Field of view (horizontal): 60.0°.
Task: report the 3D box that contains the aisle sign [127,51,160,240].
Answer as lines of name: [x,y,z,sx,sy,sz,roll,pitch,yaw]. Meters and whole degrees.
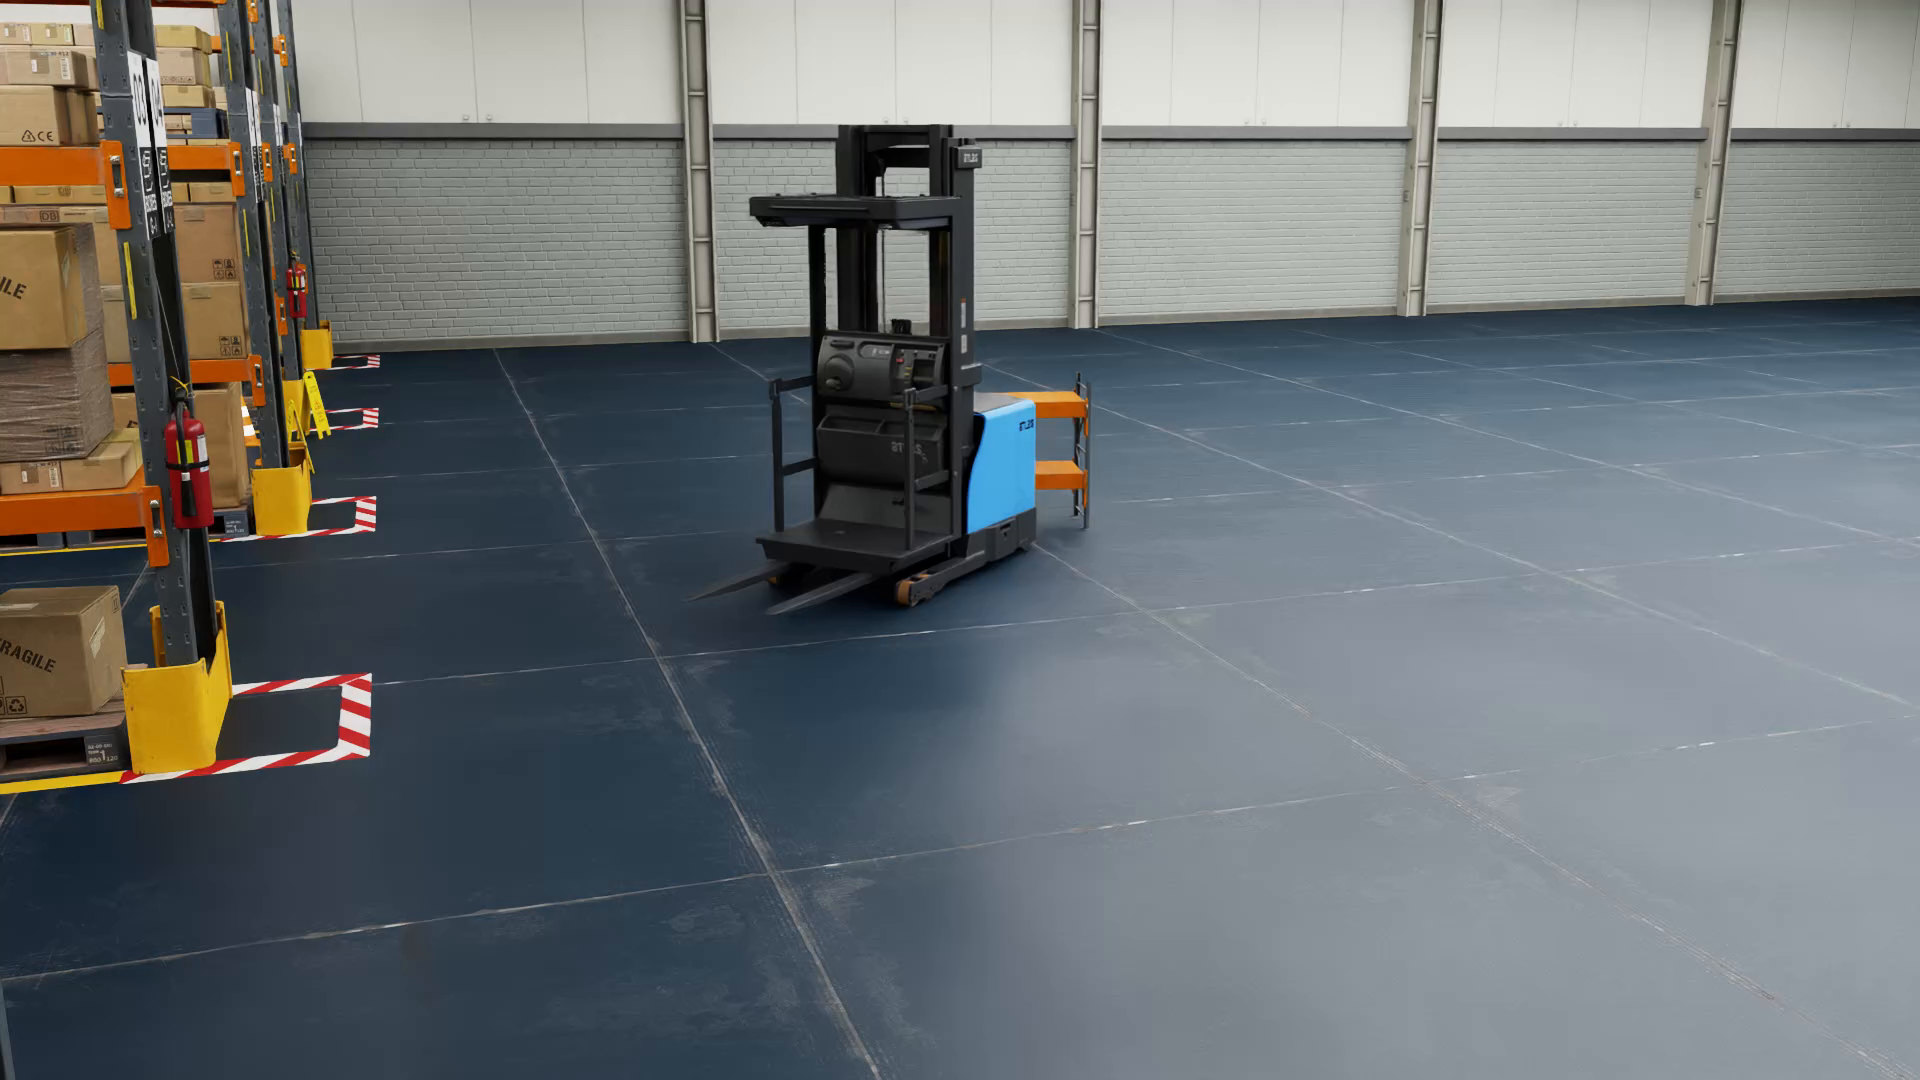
aisle sign: [-3.586,-1.729,7.311,0.004,0.787,0.394,-4,14,-18]

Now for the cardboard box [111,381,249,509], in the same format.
cardboard box: [-5.848,-0.727,12.400,0.875,0.875,0.875,-4,14,-18]

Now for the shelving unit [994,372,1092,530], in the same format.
shelving unit: [0.418,-0.665,12.508,1.048,1.125,0.538,-1,13,-6]

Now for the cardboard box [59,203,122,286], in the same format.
cardboard box: [-6.082,-2.139,11.997,0.550,0.550,0.875,-4,14,-18]

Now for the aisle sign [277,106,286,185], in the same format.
aisle sign: [-6.941,-4.036,17.011,0.004,0.787,0.394,-4,14,-18]

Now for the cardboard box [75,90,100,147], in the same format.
cardboard box: [-4.279,-1.933,7.628,0.500,0.250,0.500,-4,14,-16]

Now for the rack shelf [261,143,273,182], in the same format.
rack shelf: [-8.796,-3.661,16.122,4.000,0.370,1.077,-4,14,-18]

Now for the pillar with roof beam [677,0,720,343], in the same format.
pillar with roof beam: [-2.375,-6.351,19.395,0.400,9.000,9.100,-4,14,-18]

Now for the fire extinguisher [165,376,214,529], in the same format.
fire extinguisher: [-3.485,-0.395,7.489,0.183,0.674,0.296,-4,14,-18]

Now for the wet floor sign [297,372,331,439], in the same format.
wet floor sign: [-6.379,-1.333,16.352,0.232,0.644,0.267,0,13,1]

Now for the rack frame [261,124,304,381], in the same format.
rack frame: [-6.901,-2.699,17.007,0.127,3.000,1.000,-4,14,-18]

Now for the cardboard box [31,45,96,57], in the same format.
cardboard box: [-6.075,-3.270,11.486,0.500,0.250,0.500,-4,14,-18]

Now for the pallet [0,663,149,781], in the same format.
pallet: [-4.593,0.889,7.949,1.213,0.211,1.003,-4,14,-18]

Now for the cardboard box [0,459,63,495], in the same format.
cardboard box: [-4.181,-0.319,7.543,0.250,0.149,0.380,-4,14,-18]

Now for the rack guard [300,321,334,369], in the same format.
rack guard: [-8.465,-2.573,21.879,0.348,0.500,1.175,-4,14,-18]

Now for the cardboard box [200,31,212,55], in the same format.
cardboard box: [-5.644,-3.644,12.193,0.250,0.149,0.380,-4,14,-17]

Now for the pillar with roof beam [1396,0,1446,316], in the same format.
pillar with roof beam: [8.998,-7.236,23.119,0.400,9.000,9.100,-4,14,-18]

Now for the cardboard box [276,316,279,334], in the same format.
cardboard box: [-8.849,-2.793,21.355,0.500,0.250,0.500,-5,14,-19]

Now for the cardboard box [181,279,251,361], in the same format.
cardboard box: [-5.563,-1.656,12.300,0.550,0.550,0.875,-4,14,-18]

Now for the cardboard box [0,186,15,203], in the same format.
cardboard box: [-9.230,-3.132,15.810,0.500,0.500,0.700,-5,14,-19]

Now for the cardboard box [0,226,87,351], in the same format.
cardboard box: [-4.183,-1.110,7.309,0.500,0.500,0.500,-4,14,-18]

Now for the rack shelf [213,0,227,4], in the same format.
rack shelf: [-7.122,-3.847,11.289,4.000,0.370,1.077,-4,14,-18]

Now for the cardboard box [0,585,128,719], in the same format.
cardboard box: [-4.337,0.529,7.932,0.500,0.500,0.500,-2,14,-8]

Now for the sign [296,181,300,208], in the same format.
sign: [-8.327,-4.346,20.916,0.005,0.325,0.100,-4,14,-18]

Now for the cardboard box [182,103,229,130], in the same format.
cardboard box: [-7.300,-4.133,16.235,0.500,0.250,0.500,-5,14,-19]

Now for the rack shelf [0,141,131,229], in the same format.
rack shelf: [-5.636,-1.487,6.985,4.000,0.370,1.077,-4,14,-18]

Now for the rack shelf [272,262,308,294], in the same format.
rack shelf: [-10.383,-3.290,21.045,4.000,0.370,1.077,-4,14,-18]

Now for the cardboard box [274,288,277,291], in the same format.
cardboard box: [-9.003,-3.146,21.762,0.500,0.250,0.500,-5,14,-19]

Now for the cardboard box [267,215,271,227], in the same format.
cardboard box: [-8.727,-4.064,21.130,0.250,0.149,0.380,-4,14,-17]

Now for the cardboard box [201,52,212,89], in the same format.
cardboard box: [-5.765,-3.425,12.137,0.500,0.250,0.500,-4,14,-18]

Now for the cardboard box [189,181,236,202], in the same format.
cardboard box: [-7.315,-3.293,16.485,0.500,0.500,0.700,-5,14,-19]

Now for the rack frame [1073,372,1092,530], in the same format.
rack frame: [0.923,-0.678,12.561,0.032,1.125,0.500,-1,13,-6]

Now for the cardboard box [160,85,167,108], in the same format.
cardboard box: [-5.672,-3.093,11.603,0.250,0.149,0.380,-4,14,-18]

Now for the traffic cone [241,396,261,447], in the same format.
traffic cone: [-6.897,-1.150,15.978,0.334,0.463,0.336,-4,14,-18]

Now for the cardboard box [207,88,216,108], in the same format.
cardboard box: [-5.653,-3.256,12.285,0.250,0.149,0.380,-4,14,-18]

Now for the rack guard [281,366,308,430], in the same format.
rack guard: [-6.973,-1.477,17.272,0.348,0.500,1.175,-4,14,-18]

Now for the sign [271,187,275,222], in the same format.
sign: [-6.743,-3.293,16.318,0.005,0.325,0.100,-4,14,-18]

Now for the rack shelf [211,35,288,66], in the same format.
rack shelf: [-10.383,-6.014,20.397,4.000,0.370,1.077,-4,14,-18]

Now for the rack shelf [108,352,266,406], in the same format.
rack shelf: [-7.122,-1.123,11.937,4.000,0.370,1.077,-4,14,-18]

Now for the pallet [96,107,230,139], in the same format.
pallet: [-5.926,-2.980,11.897,1.213,0.211,1.003,-4,14,-18]

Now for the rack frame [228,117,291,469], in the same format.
rack frame: [-5.226,-1.621,12.474,0.127,3.000,1.000,-4,14,-18]

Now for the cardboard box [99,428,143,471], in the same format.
cardboard box: [-4.086,-0.434,8.030,0.250,0.149,0.380,-4,14,-18]

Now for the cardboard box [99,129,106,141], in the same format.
cardboard box: [-8.120,-3.878,16.023,0.250,0.149,0.380,-5,14,-19]

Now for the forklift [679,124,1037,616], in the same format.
forklift: [-0.614,-1.129,10.554,1.130,2.935,3.031,7,15,28]

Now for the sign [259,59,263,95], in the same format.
sign: [-6.743,-4.466,16.039,0.005,0.325,0.100,-4,14,-18]

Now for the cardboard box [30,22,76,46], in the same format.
cardboard box: [-6.162,-3.443,11.349,0.250,0.149,0.380,-4,14,-17]

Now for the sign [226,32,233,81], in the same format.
sign: [-5.066,-3.352,11.529,0.005,0.325,0.100,-4,14,-18]

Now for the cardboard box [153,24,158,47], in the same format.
cardboard box: [-5.674,-3.481,11.510,0.250,0.149,0.380,-4,14,-18]

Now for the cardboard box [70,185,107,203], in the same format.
cardboard box: [-8.248,-3.197,16.082,0.500,0.500,0.700,-5,14,-19]

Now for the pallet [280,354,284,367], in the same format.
pallet: [-9.199,-2.365,21.629,1.213,0.211,1.003,-4,14,-18]

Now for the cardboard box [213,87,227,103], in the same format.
cardboard box: [-7.127,-4.334,16.219,0.250,0.149,0.380,-4,14,-18]

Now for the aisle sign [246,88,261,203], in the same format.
aisle sign: [-5.063,-2.825,11.919,0.004,0.787,0.394,-4,14,-18]

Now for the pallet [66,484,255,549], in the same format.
pallet: [-5.959,-0.188,12.476,1.213,0.211,1.003,-4,14,-18]

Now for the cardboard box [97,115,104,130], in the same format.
cardboard box: [-8.267,-4.057,15.915,0.500,0.250,0.500,-4,14,-16]

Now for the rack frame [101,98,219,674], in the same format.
rack frame: [-3.740,-0.525,7.869,0.127,3.000,1.000,-4,14,-18]

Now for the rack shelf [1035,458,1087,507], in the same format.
rack shelf: [0.418,-0.427,12.565,1.000,0.278,0.538,-1,13,-6]

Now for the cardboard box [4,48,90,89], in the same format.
cardboard box: [-3.904,-2.017,7.119,0.250,0.149,0.380,-4,14,-18]

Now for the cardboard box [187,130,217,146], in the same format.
cardboard box: [-7.375,-3.923,16.213,0.250,0.149,0.380,-4,14,-18]

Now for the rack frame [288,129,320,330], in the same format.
rack frame: [-8.487,-3.787,21.582,0.127,3.000,1.000,-4,14,-18]
